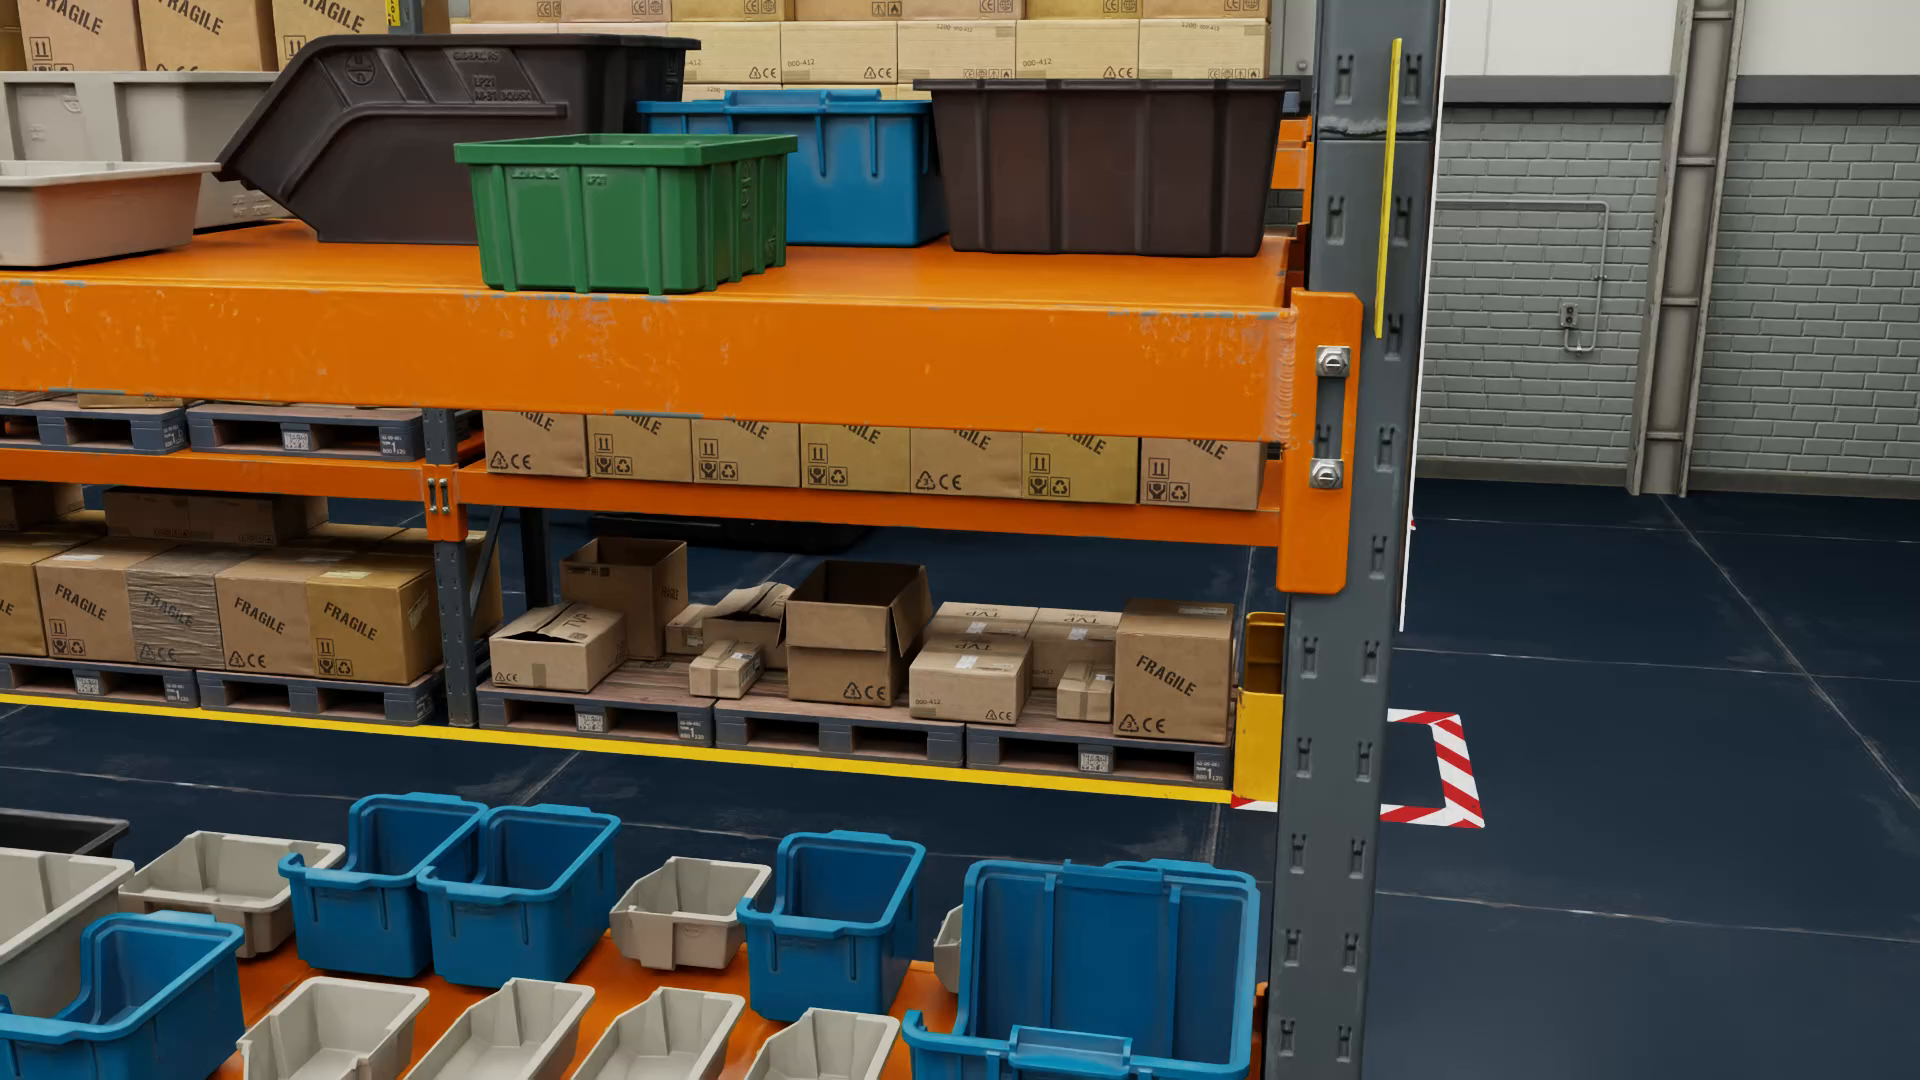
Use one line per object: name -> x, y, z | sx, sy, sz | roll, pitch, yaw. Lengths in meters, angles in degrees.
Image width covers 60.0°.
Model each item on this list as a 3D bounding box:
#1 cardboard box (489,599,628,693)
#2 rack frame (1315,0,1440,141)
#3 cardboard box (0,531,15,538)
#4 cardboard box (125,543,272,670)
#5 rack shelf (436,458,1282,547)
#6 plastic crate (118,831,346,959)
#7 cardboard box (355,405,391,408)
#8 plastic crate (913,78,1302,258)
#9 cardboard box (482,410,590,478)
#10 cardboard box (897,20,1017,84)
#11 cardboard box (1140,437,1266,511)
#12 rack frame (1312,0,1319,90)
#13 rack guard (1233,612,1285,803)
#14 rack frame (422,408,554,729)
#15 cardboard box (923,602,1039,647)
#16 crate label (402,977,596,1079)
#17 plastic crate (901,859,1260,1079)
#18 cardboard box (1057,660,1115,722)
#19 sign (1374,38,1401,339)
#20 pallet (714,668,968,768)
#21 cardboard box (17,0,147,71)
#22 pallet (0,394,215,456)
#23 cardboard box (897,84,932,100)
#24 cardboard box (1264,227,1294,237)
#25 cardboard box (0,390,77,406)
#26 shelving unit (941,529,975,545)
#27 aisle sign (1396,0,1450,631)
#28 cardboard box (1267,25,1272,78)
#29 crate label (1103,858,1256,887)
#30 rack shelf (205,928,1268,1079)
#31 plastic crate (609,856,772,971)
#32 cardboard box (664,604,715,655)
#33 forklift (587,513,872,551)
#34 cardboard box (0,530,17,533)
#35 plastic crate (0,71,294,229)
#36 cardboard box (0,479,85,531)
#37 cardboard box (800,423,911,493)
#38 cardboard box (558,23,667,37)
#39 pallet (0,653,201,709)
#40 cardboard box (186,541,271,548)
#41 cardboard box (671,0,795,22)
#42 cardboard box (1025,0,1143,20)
cardboard box -> -1.985, 0.509, 8.247 | 0.500, 0.311, 0.500 | 3, 16, 11
rack frame -> 0.576, -2.036, 1.986 | 0.127, 3.000, 1.000 | 3, 16, 11
cardboard box -> -5.370, 0.252, 8.822 | 0.500, 0.500, 0.500 | 3, 16, 9
cardboard box -> -3.868, 0.333, 8.530 | 0.500, 0.500, 0.500 | 3, 16, 12
rack shelf -> -0.393, -0.200, 7.944 | 4.000, 0.370, 1.077 | 3, 16, 11
plastic crate -> -1.578, 0.754, 3.531 | 0.466, 0.136, 0.293 | 3, 16, 11
cardboard box -> -2.773, -0.988, 8.465 | 0.500, 0.500, 0.700 | -2, 16, -8
plastic crate -> 0.254, -0.621, 2.741 | 0.590, 0.269, 0.497 | 3, 16, 11
cardboard box -> -1.908, -0.603, 7.863 | 0.500, 0.500, 0.500 | 4, 16, 13
cardboard box -> 0.033, -2.070, 7.070 | 0.500, 0.250, 0.500 | 3, 16, 11
cardboard box -> 1.073, -0.441, 7.279 | 0.500, 0.500, 0.500 | 4, 16, 13
rack frame -> 2.550, -4.628, 11.342 | 0.127, 3.000, 1.000 | 3, 16, 11
rack guard -> 1.492, 0.760, 7.812 | 0.348, 0.500, 1.175 | 3, 16, 11
rack frame -> -2.353, -0.653, 8.232 | 0.127, 3.000, 1.000 | 3, 16, 11
cardboard box -> 0.110, 0.516, 8.336 | 0.500, 0.250, 0.500 | 3, 16, 11
crate label -> -0.818, 0.929, 2.899 | 0.243, 0.136, 0.396 | 3, 16, 11
plastic crate -> 0.211, 0.840, 2.662 | 0.499, 0.435, 0.616 | 3, 16, 11
cardboard box -> 0.606, 0.703, 7.818 | 0.250, 0.166, 0.380 | 3, 16, 11
sign -> 0.482, -0.395, 1.877 | 0.005, 0.325, 0.100 | 3, 16, 11
pallet -> -0.481, 0.792, 8.239 | 1.213, 0.211, 1.003 | 3, 16, 11
cardboard box -> -4.140, -2.514, 8.169 | 0.600, 0.600, 0.600 | 2, 16, 9
pallet -> -4.366, -0.671, 8.657 | 1.213, 0.211, 1.003 | 3, 16, 11
cardboard box -> 0.030, -1.825, 7.123 | 0.500, 0.250, 0.500 | 3, 16, 11
cardboard box -> 2.048, -1.906, 12.191 | 0.700, 0.700, 0.980 | 4, 16, 14
cardboard box -> -4.775, -1.014, 8.560 | 0.500, 0.500, 0.700 | 6, 17, 22
shelving unit -> -0.014, -0.579, 11.335 | 0.189, 1.200, 0.258 | 3, 16, 11
aisle sign -> 0.588, -0.317, 2.149 | 0.004, 0.787, 0.394 | 3, 16, 11
cardboard box -> 1.115, -2.150, 7.361 | 0.500, 0.250, 0.500 | 3, 16, 11
crate label -> 0.400, 0.807, 3.159 | 0.303, 0.233, 0.416 | 3, 16, 11
rack shelf -> -1.384, 1.095, 3.267 | 4.000, 0.370, 1.077 | 3, 16, 11
plastic crate -> -0.563, 0.779, 3.442 | 0.298, 0.136, 0.250 | 3, 16, 11
cardboard box -> -1.359, 0.469, 8.697 | 0.250, 0.149, 0.380 | 3, 16, 11
forklift -> -2.080, -1.538, 11.554 | 3.031, 2.935, 1.130 | 4, 16, 15
cardboard box -> -5.310, 0.115, 9.317 | 0.500, 0.500, 0.500 | 4, 16, 13
plastic crate -> -1.535, -0.732, 3.119 | 0.530, 0.282, 0.437 | 3, 16, 11
cardboard box -> -5.254, -0.245, 9.210 | 0.500, 0.250, 0.500 | 4, 16, 13
cardboard box -> -0.417, -0.523, 7.573 | 0.500, 0.500, 0.500 | 3, 16, 10
cardboard box -> -1.436, -2.151, 7.362 | 0.500, 0.250, 0.500 | 3, 16, 11
pallet -> -4.357, 0.593, 8.957 | 1.213, 0.211, 1.003 | 3, 16, 11
cardboard box -> -3.792, 0.196, 9.025 | 0.500, 0.500, 0.500 | 3, 16, 12
cardboard box -> -0.916, -2.524, 7.307 | 0.500, 0.500, 0.700 | 3, 16, 11
cardboard box -> 0.587, -2.488, 7.176 | 0.500, 0.500, 0.700 | 3, 16, 11
